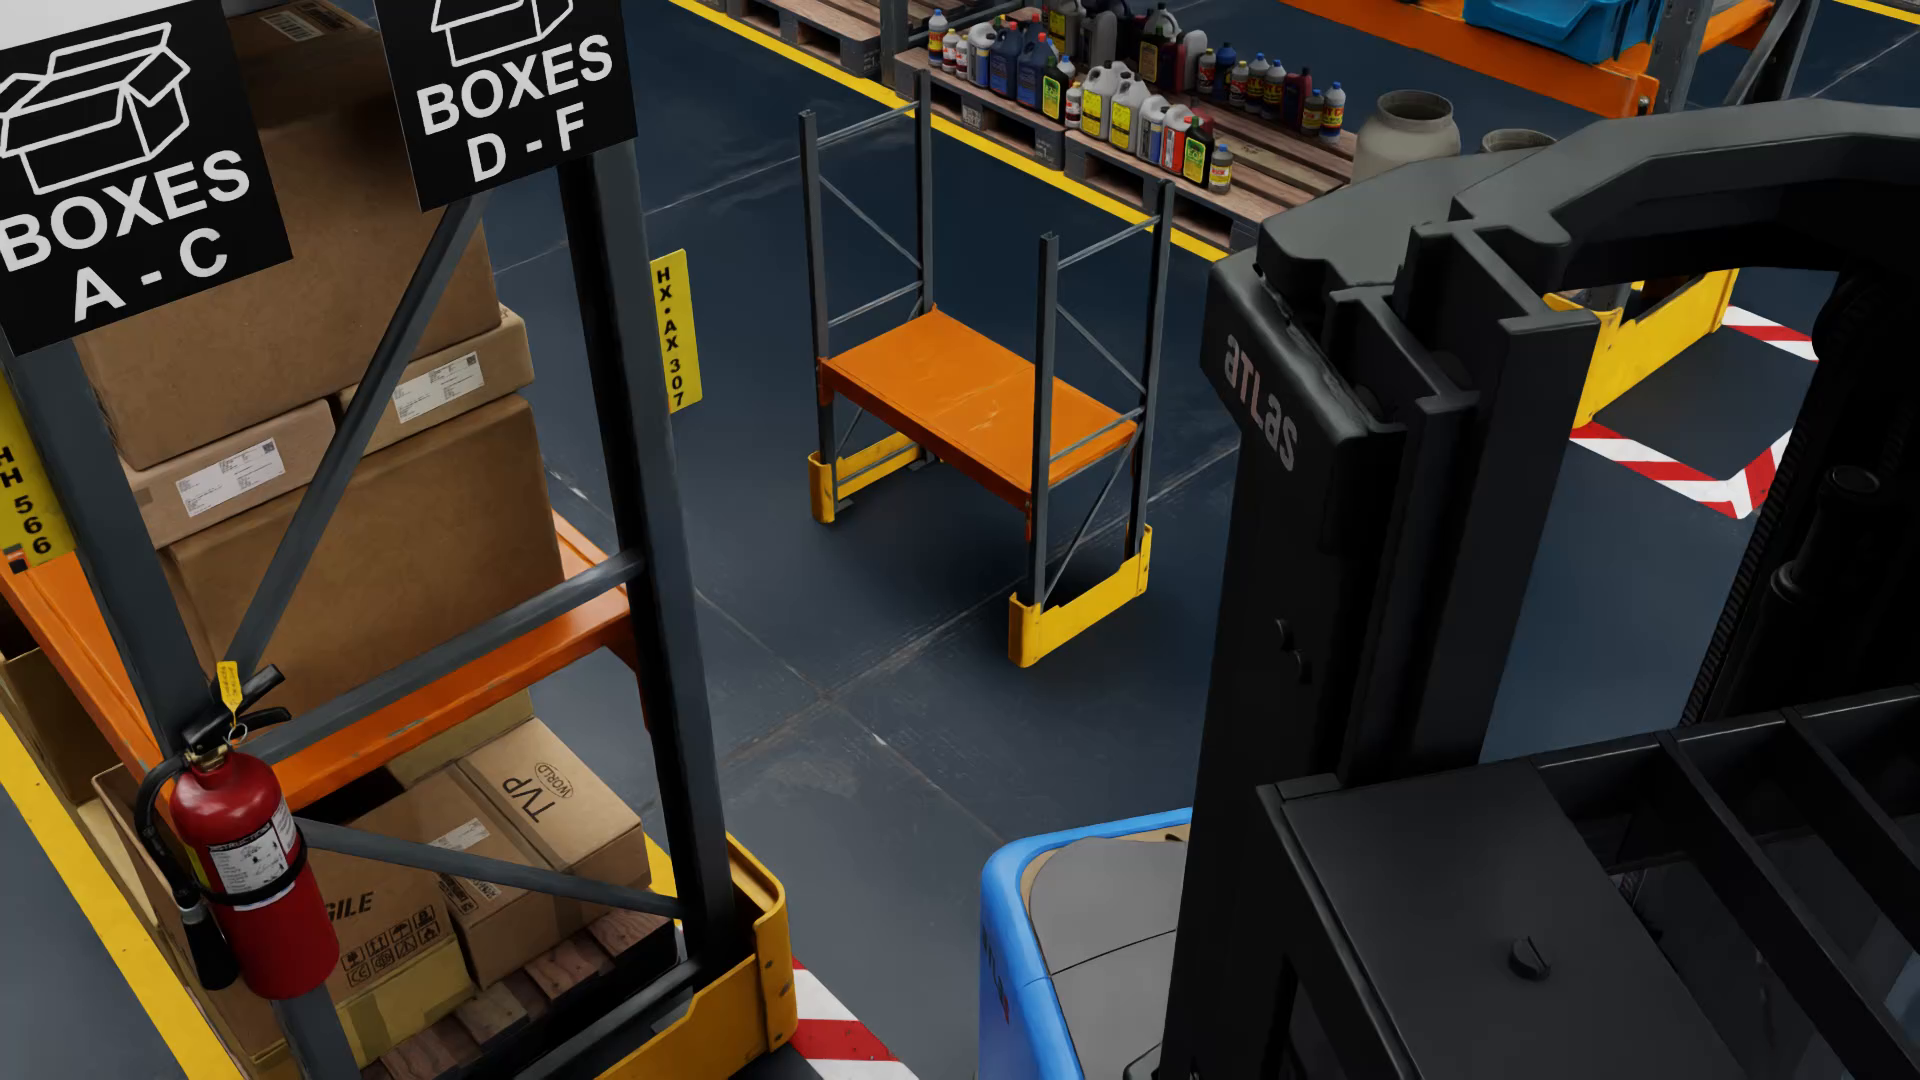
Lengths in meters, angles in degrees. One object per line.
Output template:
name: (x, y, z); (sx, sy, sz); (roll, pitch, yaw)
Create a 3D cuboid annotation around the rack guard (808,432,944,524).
rack guard: (-0.285, -0.292, 5.913); (0.587, 0.250, 0.087); (-30, 48, -32)

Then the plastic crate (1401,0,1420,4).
plastic crate: (1.710, -2.231, 6.243); (0.499, 0.251, 0.408); (-30, 48, -32)

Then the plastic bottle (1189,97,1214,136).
plastic bottle: (1.067, -1.833, 7.444); (0.061, 0.283, 0.133); (-30, 48, -32)

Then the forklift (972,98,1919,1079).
forklift: (0.866, 1.130, 2.019); (1.130, 2.935, 3.031); (-9, 40, -10)

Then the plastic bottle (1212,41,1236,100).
plastic bottle: (1.271, -2.261, 7.984); (0.097, 0.271, 0.097); (0, 39, 0)

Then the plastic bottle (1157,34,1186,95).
plastic bottle: (1.024, -2.311, 8.035); (0.061, 0.283, 0.133); (-30, 48, -32)

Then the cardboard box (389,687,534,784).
cardboard box: (-1.486, 0.263, 4.294); (0.500, 0.500, 0.500); (-30, 48, -32)

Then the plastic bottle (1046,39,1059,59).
plastic bottle: (0.426, -2.276, 8.003); (0.097, 0.271, 0.097); (0, 39, 0)

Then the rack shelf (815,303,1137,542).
rack shelf: (0.058, -0.404, 5.343); (0.538, 0.185, 1.000); (-30, 48, -32)

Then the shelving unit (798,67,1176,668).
shelving unit: (0.052, -0.548, 5.235); (0.587, 1.500, 1.083); (-30, 48, -32)

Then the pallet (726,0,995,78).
pallet: (-0.561, -2.995, 9.290); (1.003, 0.211, 1.213); (-30, 48, -32)

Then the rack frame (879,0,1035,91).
rack frame: (-0.001, -3.732, 7.984); (1.000, 3.000, 0.127); (-30, 48, -32)

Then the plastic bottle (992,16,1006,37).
plastic bottle: (0.208, -2.421, 8.172); (0.061, 0.283, 0.133); (-30, 48, -32)

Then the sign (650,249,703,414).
sign: (-0.534, -0.379, 3.080); (0.100, 0.325, 0.005); (-30, 48, -32)

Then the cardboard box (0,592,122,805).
cardboard box: (-2.216, 0.258, 4.300); (0.500, 0.500, 0.500); (-30, 48, -32)

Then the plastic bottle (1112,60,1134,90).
plastic bottle: (0.746, -2.085, 7.761); (0.152, 0.276, 0.135); (-30, 48, -32)

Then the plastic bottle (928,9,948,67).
plastic bottle: (-0.109, -2.508, 8.290); (0.097, 0.271, 0.097); (0, 39, 0)

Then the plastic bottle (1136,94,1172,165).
plastic bottle: (0.895, -1.849, 7.470); (0.152, 0.276, 0.135); (-31, 48, -33)

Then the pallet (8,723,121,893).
pallet: (-2.316, 0.406, 5.079); (1.003, 0.211, 1.213); (-30, 48, -32)

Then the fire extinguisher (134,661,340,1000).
fire extinguisher: (-1.209, 0.504, 2.800); (0.296, 0.674, 0.183); (-30, 48, -32)

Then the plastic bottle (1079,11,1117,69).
plastic bottle: (0.684, -2.505, 8.282); (0.152, 0.276, 0.135); (-30, 48, -32)

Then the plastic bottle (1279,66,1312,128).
plastic bottle: (1.568, -2.080, 7.749); (0.061, 0.283, 0.133); (-29, 47, -31)

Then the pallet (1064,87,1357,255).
pallet: (1.251, -1.754, 7.754); (1.003, 0.211, 1.213); (-30, 48, -32)

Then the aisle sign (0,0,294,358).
aisle sign: (-1.119, -0.634, 2.079); (0.394, 0.787, 0.004); (-30, 48, -32)

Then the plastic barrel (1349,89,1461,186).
plastic barrel: (1.863, -1.581, 6.966); (0.421, 0.512, 0.421); (0, 39, 0)

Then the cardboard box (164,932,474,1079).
cardboard box: (-1.528, 1.006, 3.972); (0.500, 0.250, 0.500); (-30, 48, -32)

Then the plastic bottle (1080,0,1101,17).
plastic bottle: (0.646, -2.698, 8.461); (0.144, 0.351, 0.185); (-31, 48, -33)

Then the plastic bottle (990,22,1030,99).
plastic bottle: (0.239, -2.323, 7.997); (0.144, 0.351, 0.185); (-29, 47, -31)

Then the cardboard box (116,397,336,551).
cardboard box: (-1.346, -0.165, 2.971); (0.380, 0.149, 0.250); (-31, 48, -32)

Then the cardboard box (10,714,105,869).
cardboard box: (-2.214, 0.549, 4.537); (0.500, 0.250, 0.500); (-30, 48, -32)

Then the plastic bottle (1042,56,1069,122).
plastic bottle: (0.447, -2.115, 7.794); (0.061, 0.283, 0.133); (-28, 47, -30)

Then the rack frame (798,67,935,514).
rack frame: (-0.286, -0.779, 5.521); (0.500, 1.500, 0.032); (-30, 48, -32)

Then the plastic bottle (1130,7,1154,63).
plastic bottle: (0.917, -2.525, 8.301); (0.061, 0.283, 0.133); (-27, 46, -29)

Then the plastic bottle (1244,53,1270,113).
plastic bottle: (1.408, -2.167, 7.868); (0.097, 0.271, 0.097); (0, 39, 0)

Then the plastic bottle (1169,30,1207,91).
plastic bottle: (1.102, -2.353, 8.094); (0.152, 0.276, 0.135); (-29, 47, -31)

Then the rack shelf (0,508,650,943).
rack shelf: (-2.300, -0.424, 4.460); (1.077, 0.370, 4.000); (-30, 48, -32)

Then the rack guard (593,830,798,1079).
rack guard: (-0.931, 1.206, 3.859); (1.175, 0.500, 0.348); (-30, 48, -32)

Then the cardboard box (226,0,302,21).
cardboard box: (-1.649, -0.809, 3.252); (0.700, 0.500, 0.500); (-31, 48, -33)

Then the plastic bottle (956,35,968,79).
plastic bottle: (0.029, -2.387, 8.195); (0.097, 0.201, 0.097); (0, 39, 0)

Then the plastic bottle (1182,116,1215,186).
plastic bottle: (1.046, -1.706, 7.286); (0.061, 0.283, 0.133); (-29, 47, -31)

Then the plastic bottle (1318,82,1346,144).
plastic bottle: (1.707, -1.963, 7.614); (0.097, 0.271, 0.097); (0, 39, 0)

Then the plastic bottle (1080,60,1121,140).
plastic bottle: (0.654, -2.039, 7.646); (0.144, 0.351, 0.185); (-30, 48, -32)

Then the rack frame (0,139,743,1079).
rack frame: (-0.947, 0.222, 3.088); (1.000, 3.000, 0.127); (-30, 48, -32)

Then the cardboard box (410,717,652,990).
cardboard box: (-1.146, 0.786, 4.244); (0.500, 0.250, 0.500); (-30, 48, -32)
